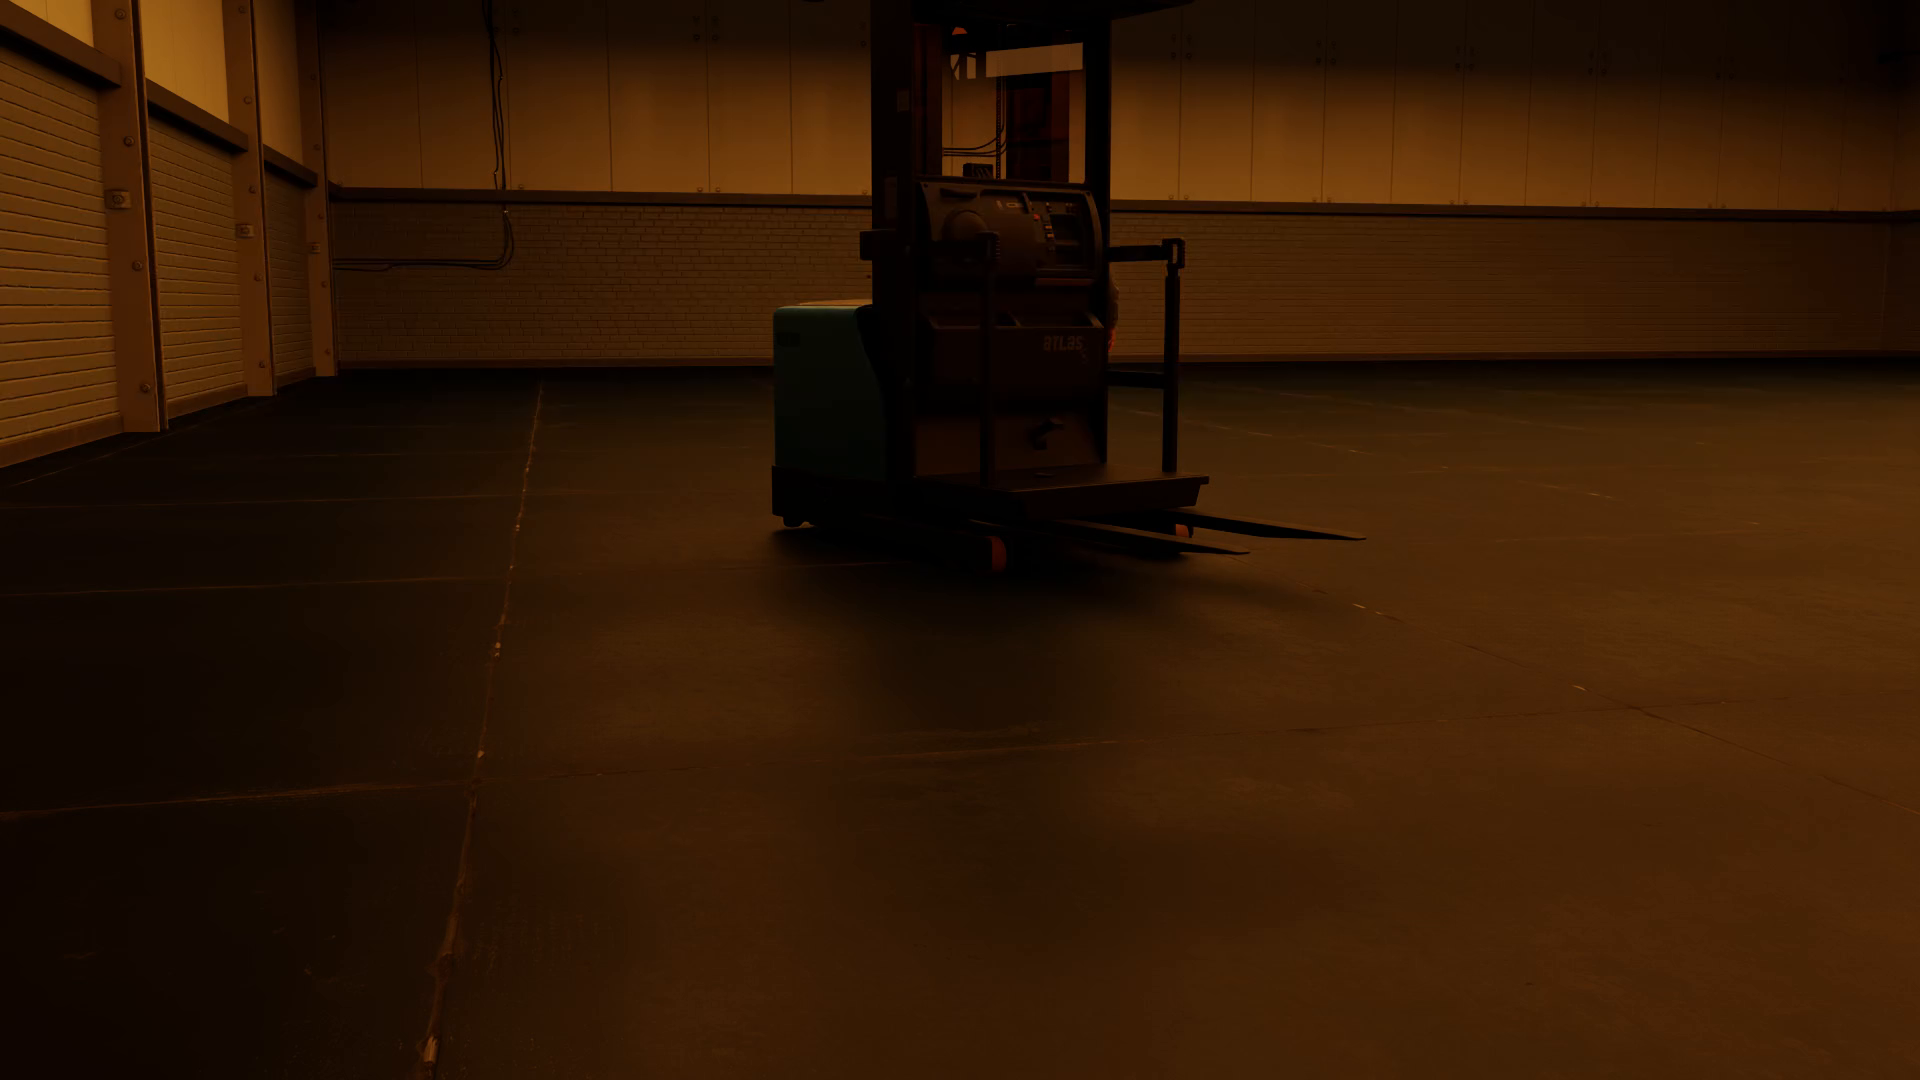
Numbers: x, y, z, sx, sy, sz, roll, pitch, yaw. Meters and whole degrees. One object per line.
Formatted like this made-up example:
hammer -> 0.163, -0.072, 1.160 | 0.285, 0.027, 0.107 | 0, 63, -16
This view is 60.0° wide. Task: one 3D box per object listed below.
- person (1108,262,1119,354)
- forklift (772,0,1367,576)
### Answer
person -> 0.692, -1.286, 10.625 | 0.632, 1.720, 0.568 | -2, 8, -12
forklift -> 0.355, -1.383, 7.015 | 1.130, 2.935, 3.031 | -6, 10, -35
